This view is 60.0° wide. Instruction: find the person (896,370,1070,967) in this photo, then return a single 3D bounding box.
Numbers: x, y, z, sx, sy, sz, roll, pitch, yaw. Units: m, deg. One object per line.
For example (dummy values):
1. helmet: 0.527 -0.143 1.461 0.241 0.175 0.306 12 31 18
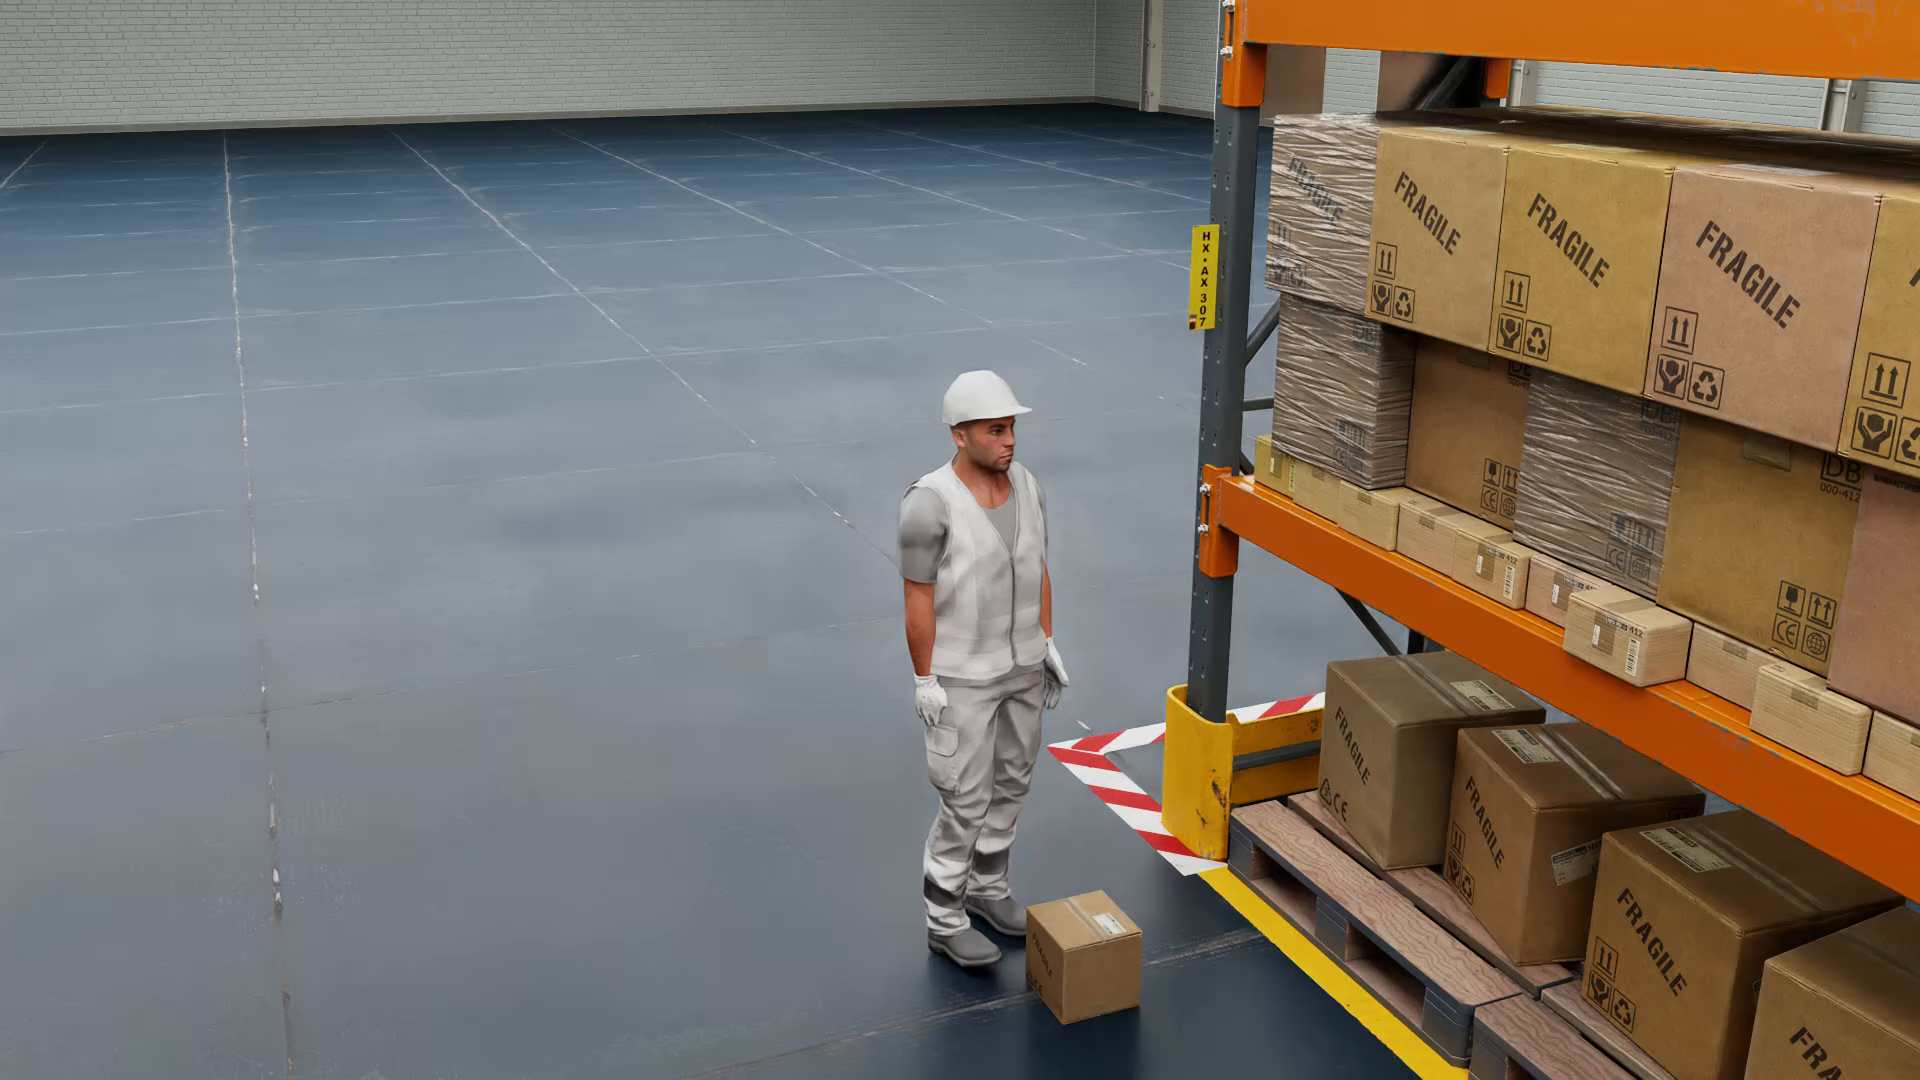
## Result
1. person: 0.088 0.389 4.885 0.525 1.792 0.390 -16 24 -39
